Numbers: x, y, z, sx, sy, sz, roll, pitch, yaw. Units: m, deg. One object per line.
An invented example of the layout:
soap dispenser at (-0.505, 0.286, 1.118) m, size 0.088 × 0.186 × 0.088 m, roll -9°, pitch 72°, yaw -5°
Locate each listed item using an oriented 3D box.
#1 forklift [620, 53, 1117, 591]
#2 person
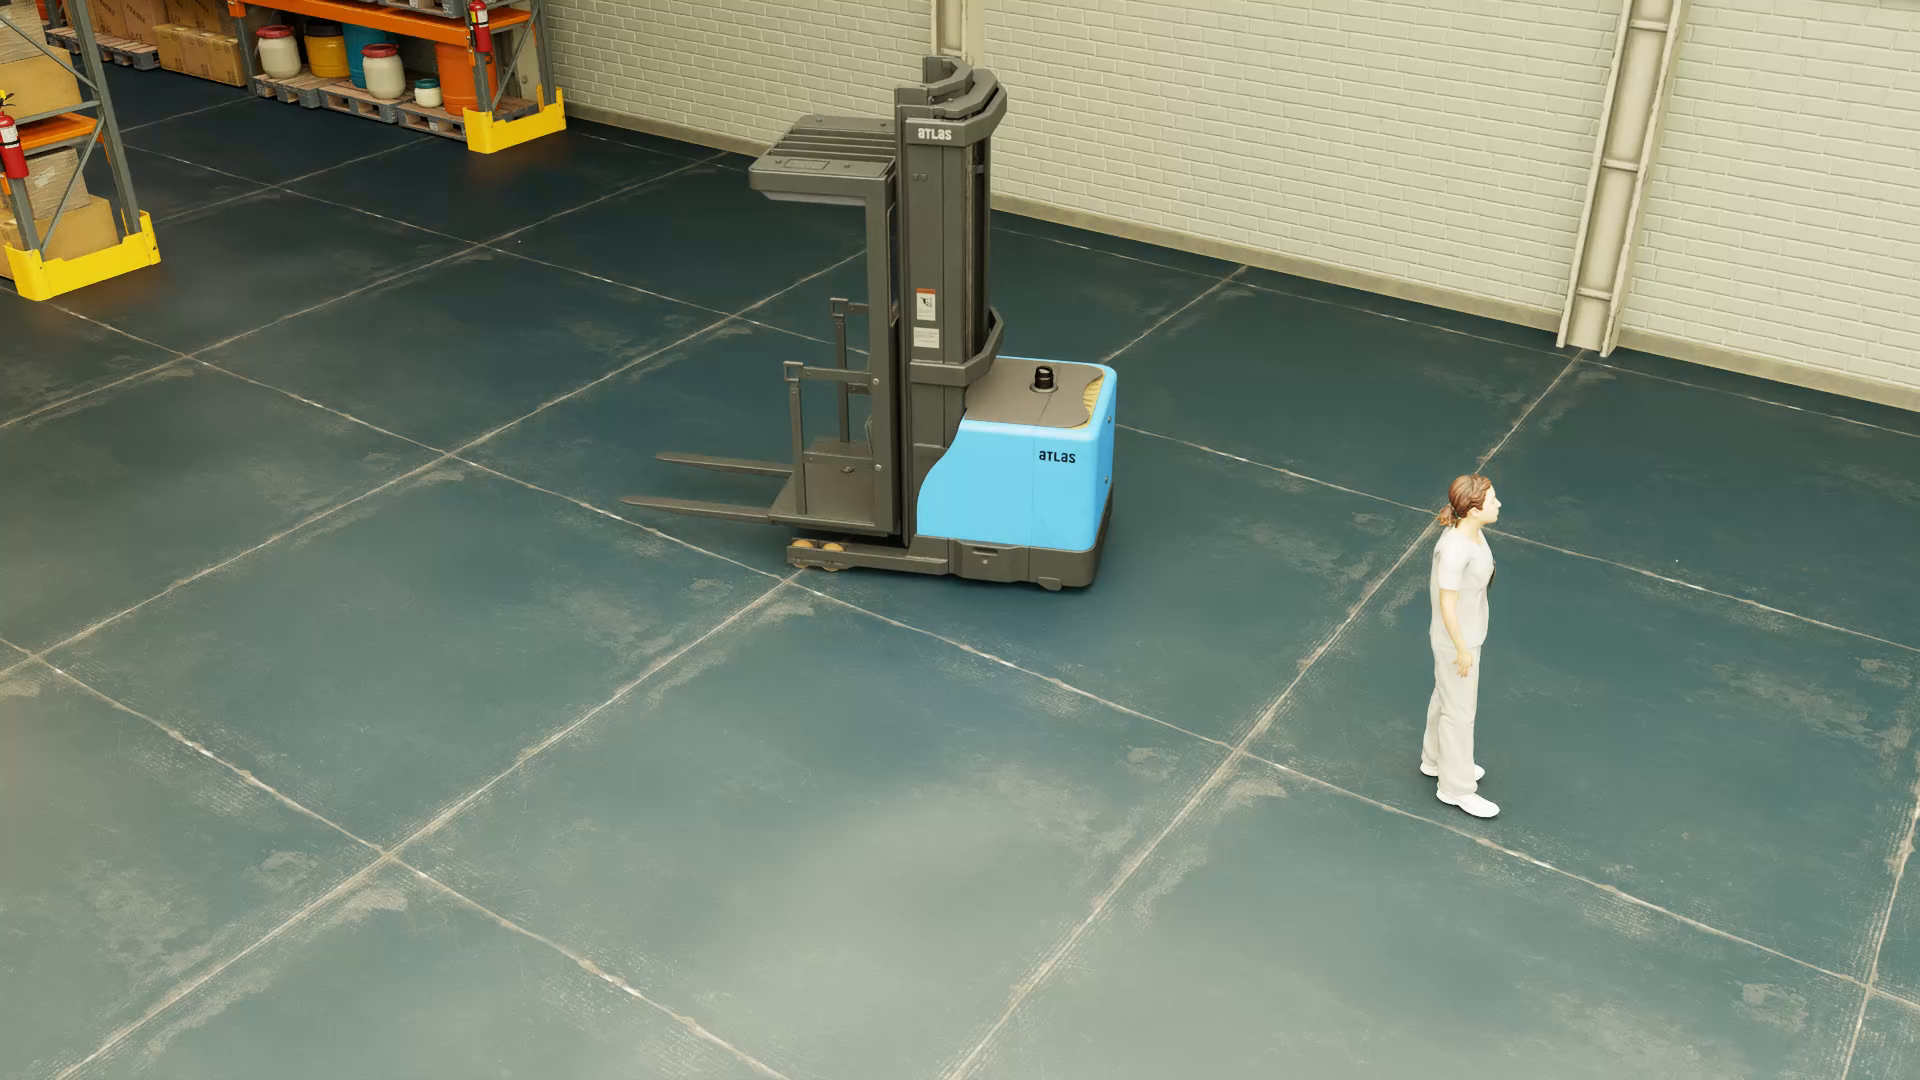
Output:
forklift at (-0.596, -1.330, 9.871) m, size 3.031 × 2.935 × 1.130 m, roll 6°, pitch 31°, yaw 10°
person at (2.472, 0.472, 8.003) m, size 0.548 × 1.673 × 0.550 m, roll 12°, pitch 32°, yaw 20°
